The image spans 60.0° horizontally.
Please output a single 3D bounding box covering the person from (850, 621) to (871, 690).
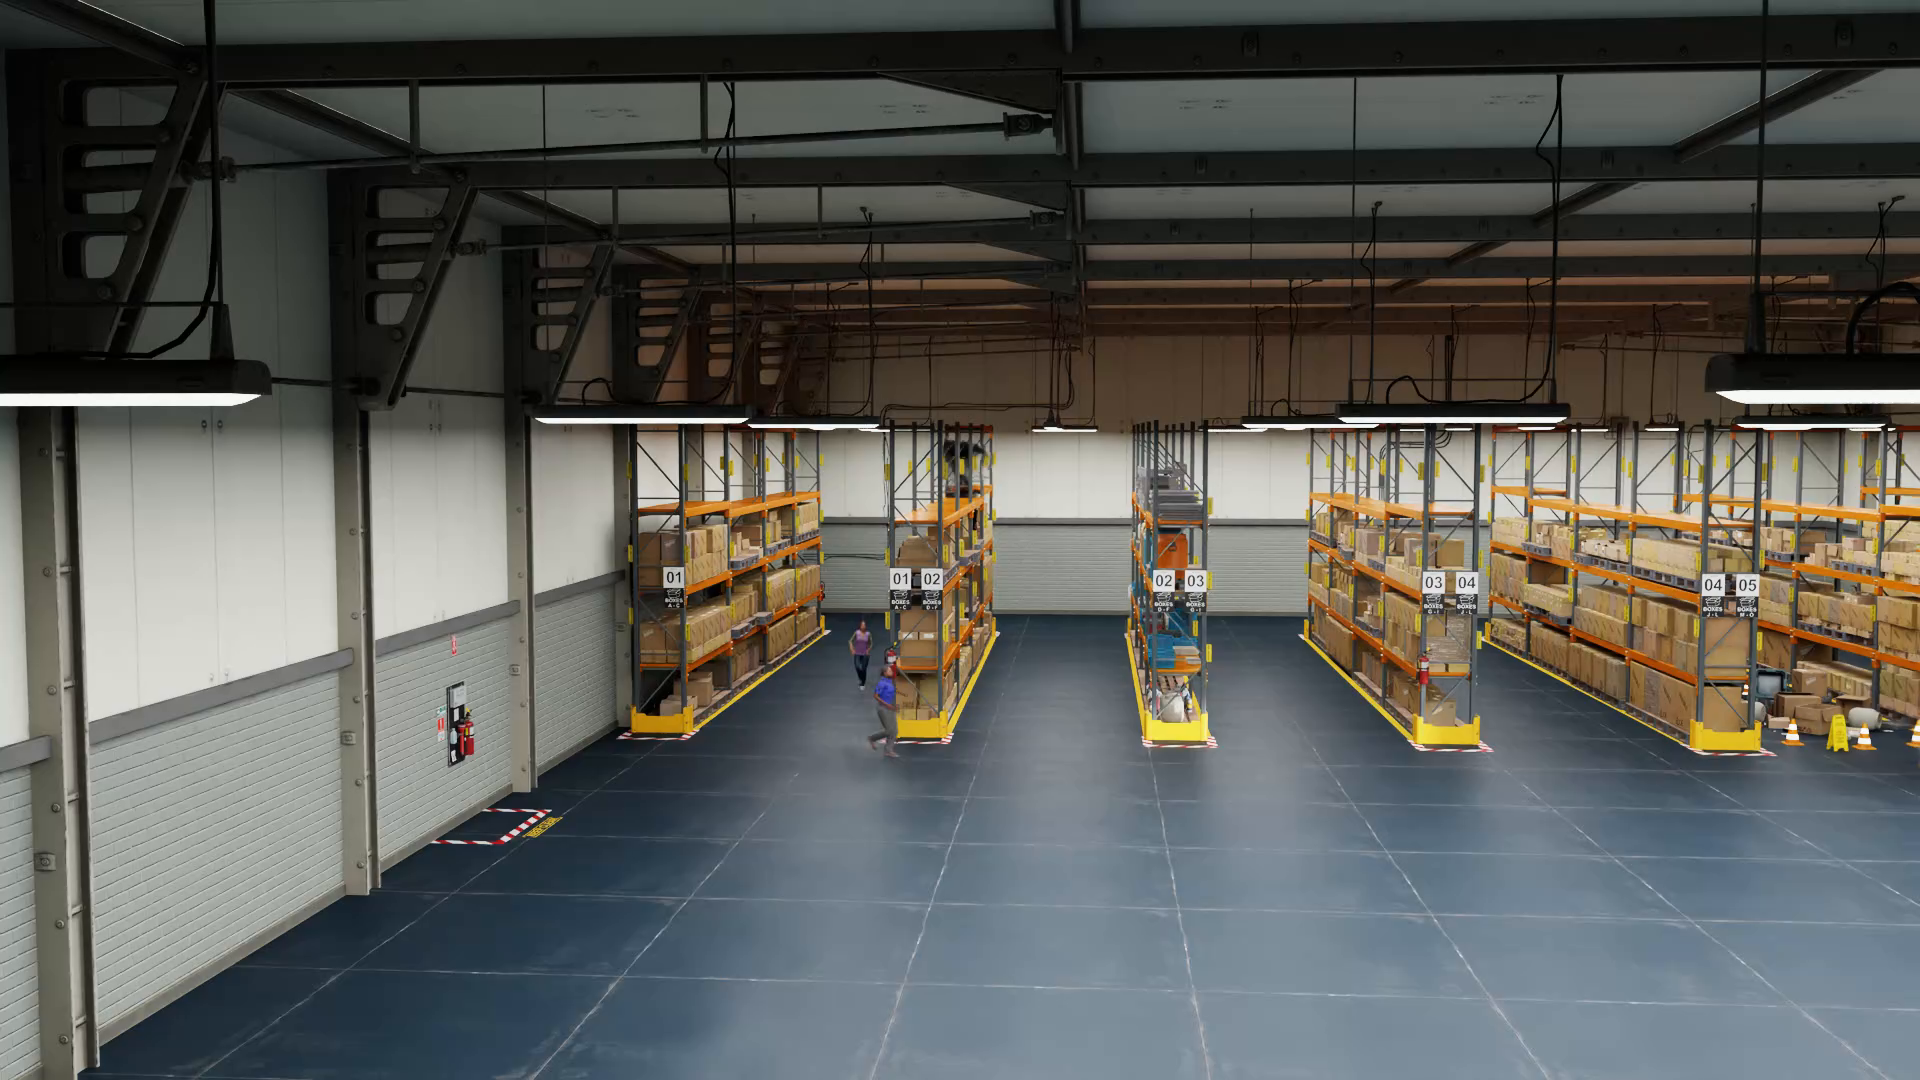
[{"bbox_3d":[-2.213,2.590,37.245,0.510,1.561,0.505,0,4,-5],"label":"person"}]

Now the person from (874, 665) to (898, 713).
[{"bbox_3d":[-1.294,2.662,29.580,0.356,0.857,0.576,1,4,19],"label":"person"}]
